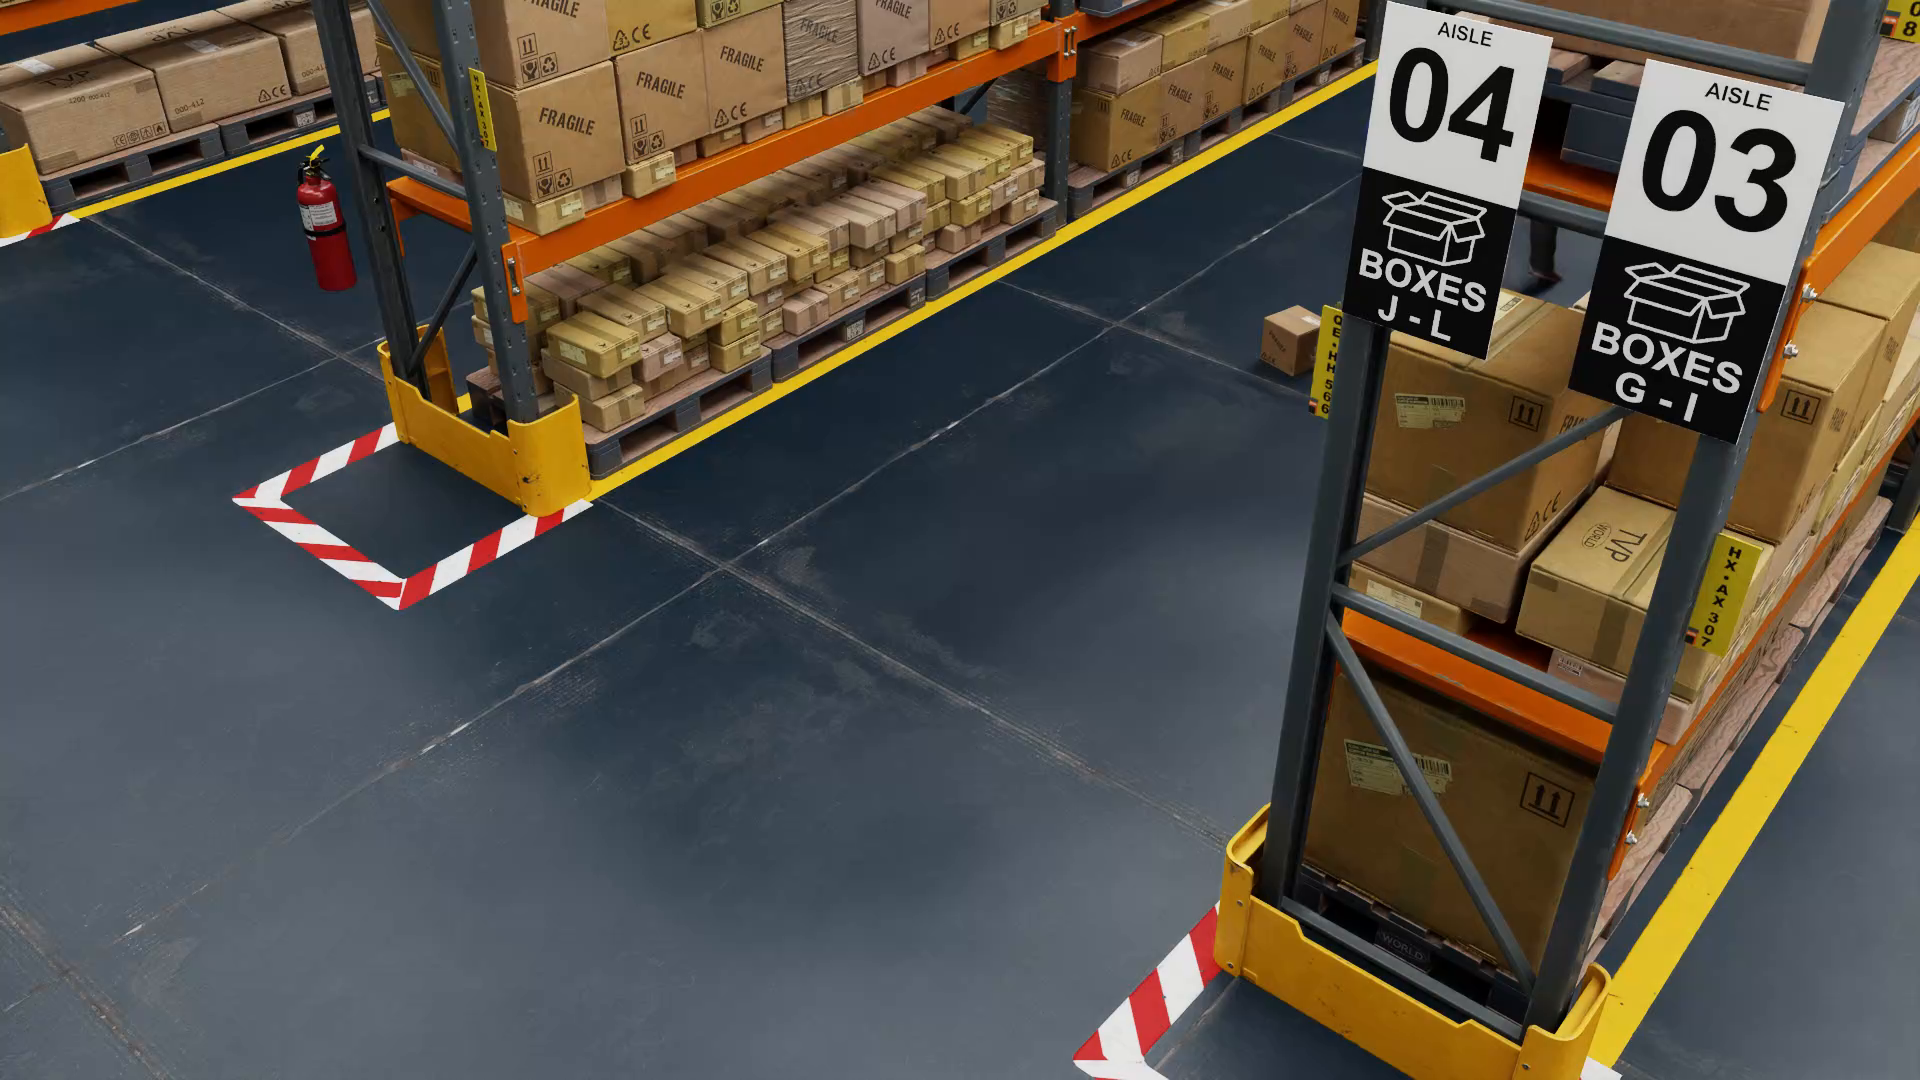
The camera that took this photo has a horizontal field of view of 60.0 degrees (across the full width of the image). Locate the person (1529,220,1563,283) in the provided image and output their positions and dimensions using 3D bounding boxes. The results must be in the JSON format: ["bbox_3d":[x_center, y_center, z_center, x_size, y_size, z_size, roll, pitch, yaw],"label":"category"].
[{"bbox_3d":[3.150,-2.148,9.206,0.763,1.681,0.463,-28,44,-33],"label":"person"}]
